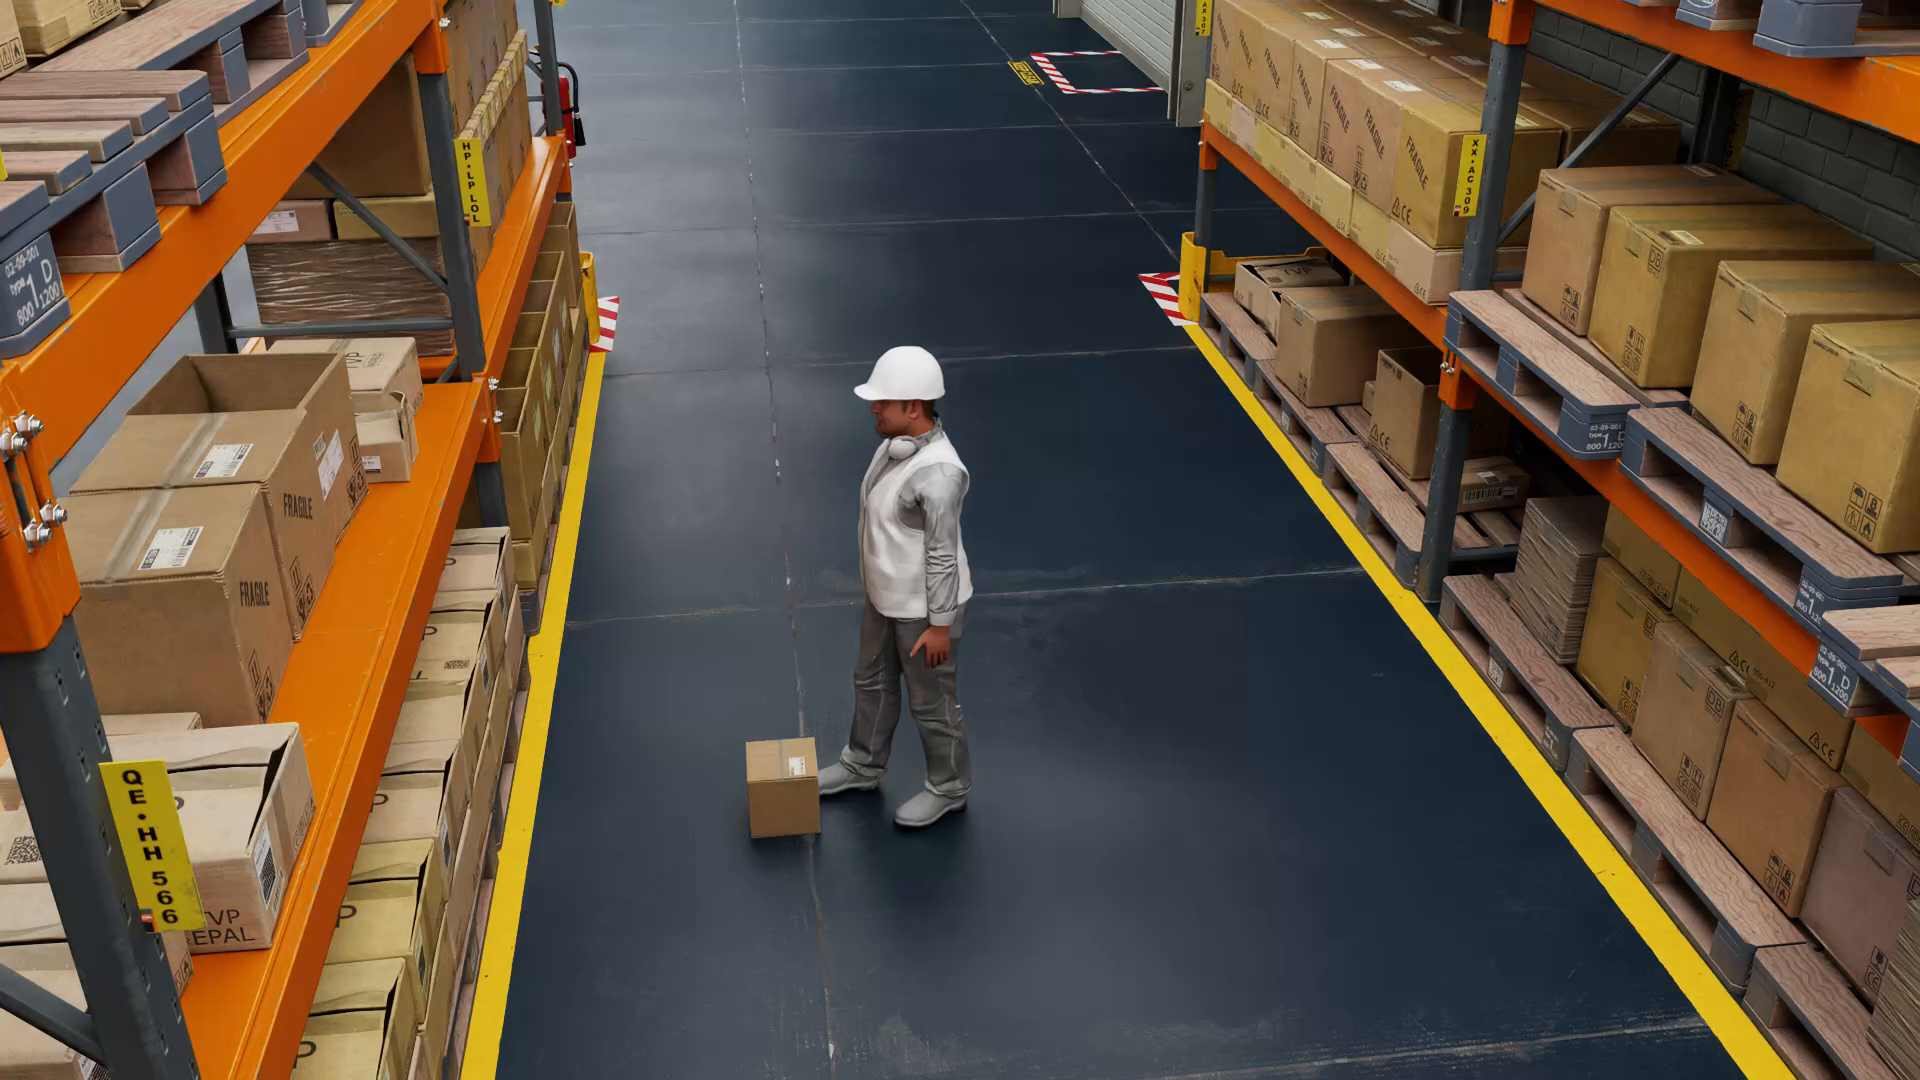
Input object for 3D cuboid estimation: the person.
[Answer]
[{"bbox_3d":[-0.247,0.195,5.681,0.590,1.766,0.575,-9,28,-17],"label":"person"}]
